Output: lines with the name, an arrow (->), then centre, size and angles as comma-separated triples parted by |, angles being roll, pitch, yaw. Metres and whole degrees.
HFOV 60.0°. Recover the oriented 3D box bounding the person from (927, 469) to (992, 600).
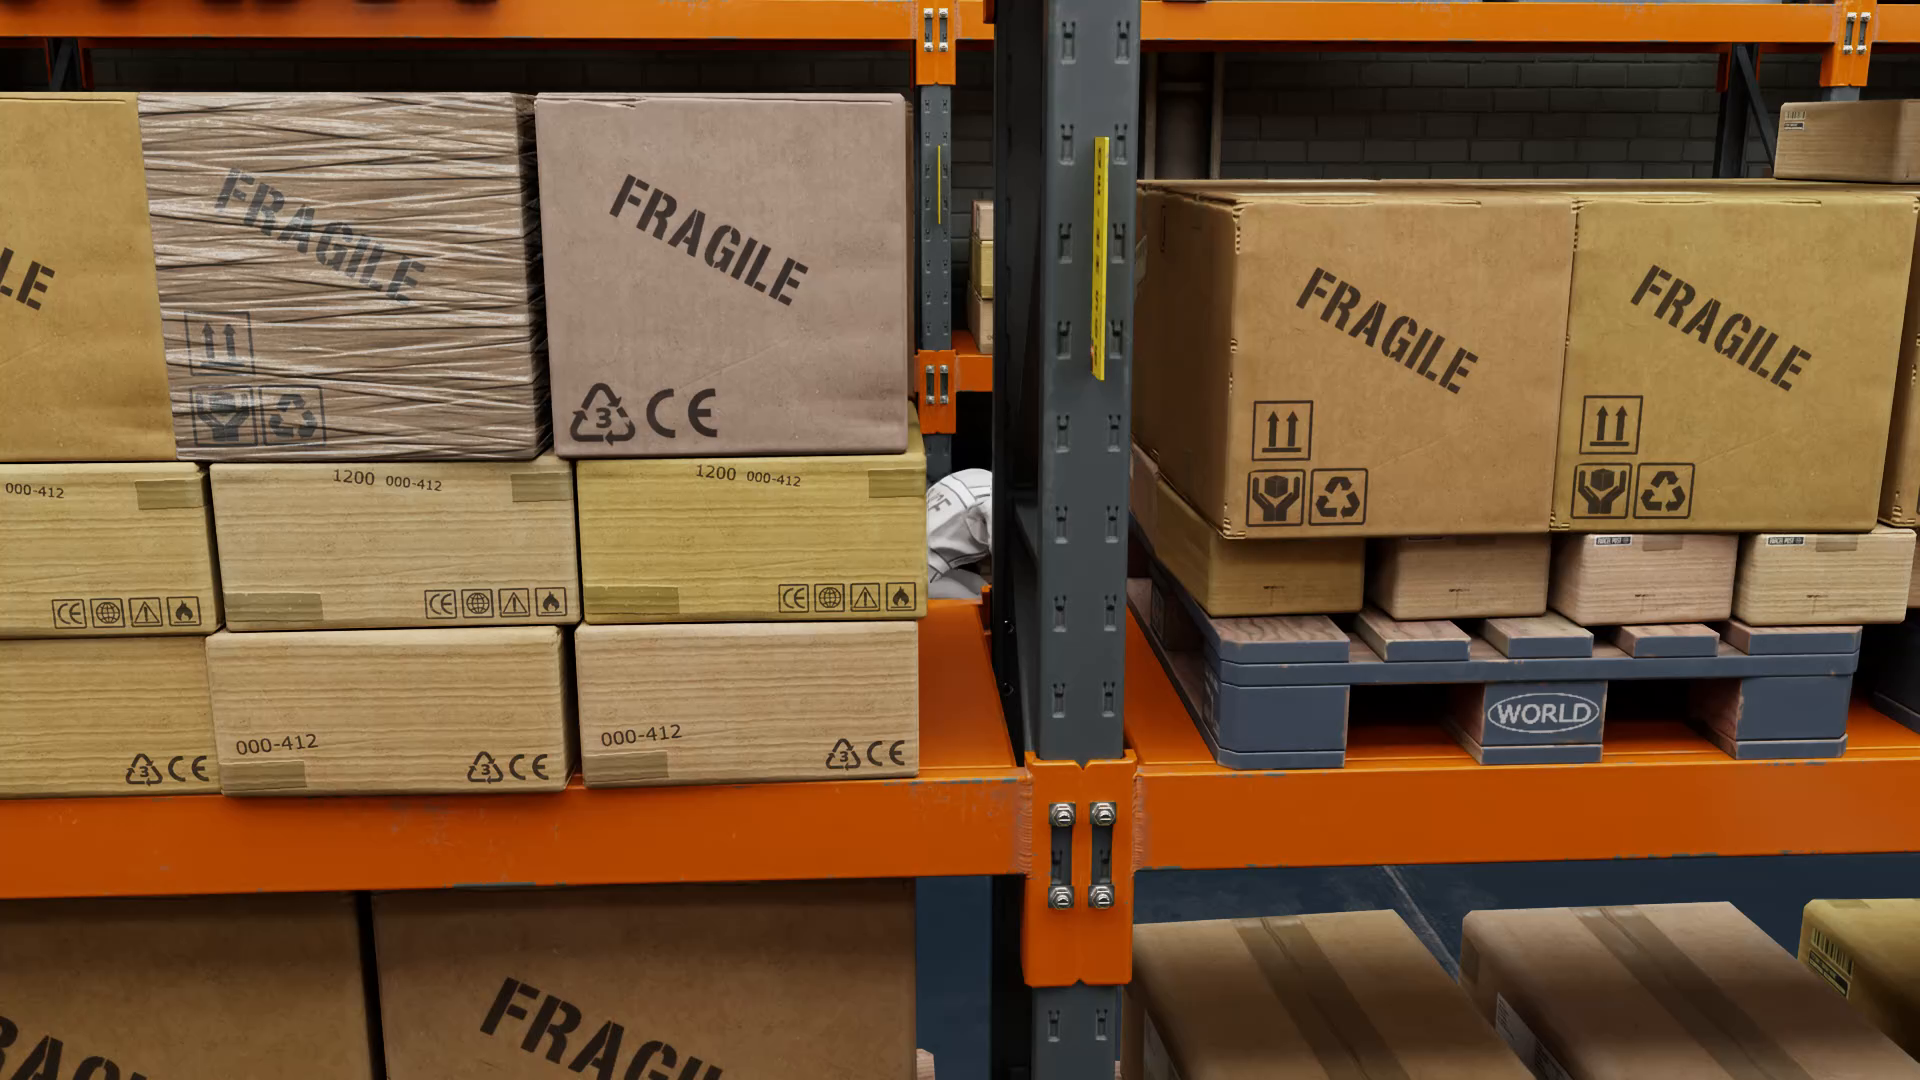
person -> 0.032, 0.158, 6.586 | 0.834, 1.083, 0.494 | -2, 14, -8
